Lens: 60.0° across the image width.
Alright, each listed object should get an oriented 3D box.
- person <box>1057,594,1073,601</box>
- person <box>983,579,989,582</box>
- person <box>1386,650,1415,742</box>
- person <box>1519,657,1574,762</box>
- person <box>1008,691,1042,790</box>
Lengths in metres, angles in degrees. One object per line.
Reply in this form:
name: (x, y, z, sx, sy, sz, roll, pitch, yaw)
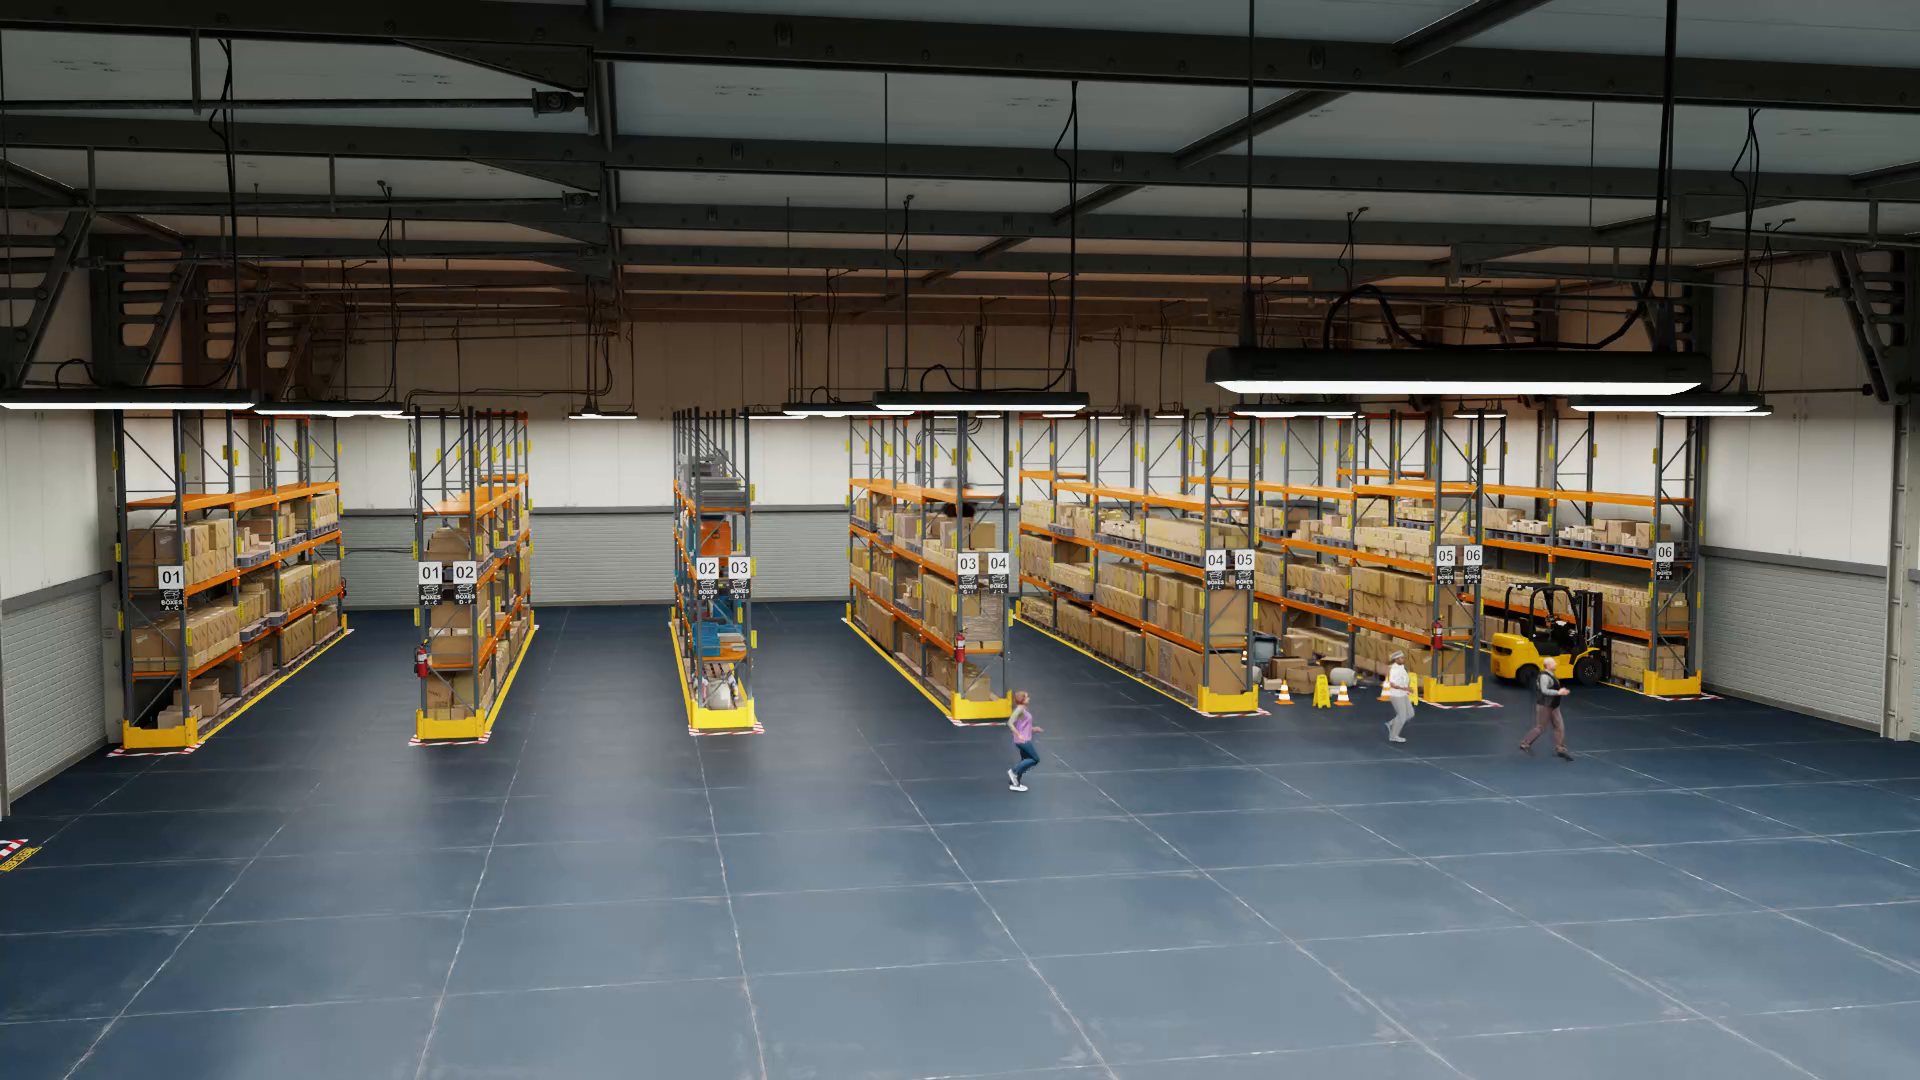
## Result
person: (3.046, 1.314, 49.691, 0.764, 1.731, 0.936, -4, 6, -43)
person: (0.520, 1.561, 47.809, 0.601, 1.543, 0.506, 1, 4, 20)
person: (7.893, 2.779, 29.713, 0.547, 1.654, 0.570, 3, 5, 32)
person: (9.906, 2.849, 28.079, 0.882, 1.755, 0.650, 3, 5, 36)
person: (1.016, 3.116, 25.750, 0.529, 1.544, 0.525, 1, 4, 8)
